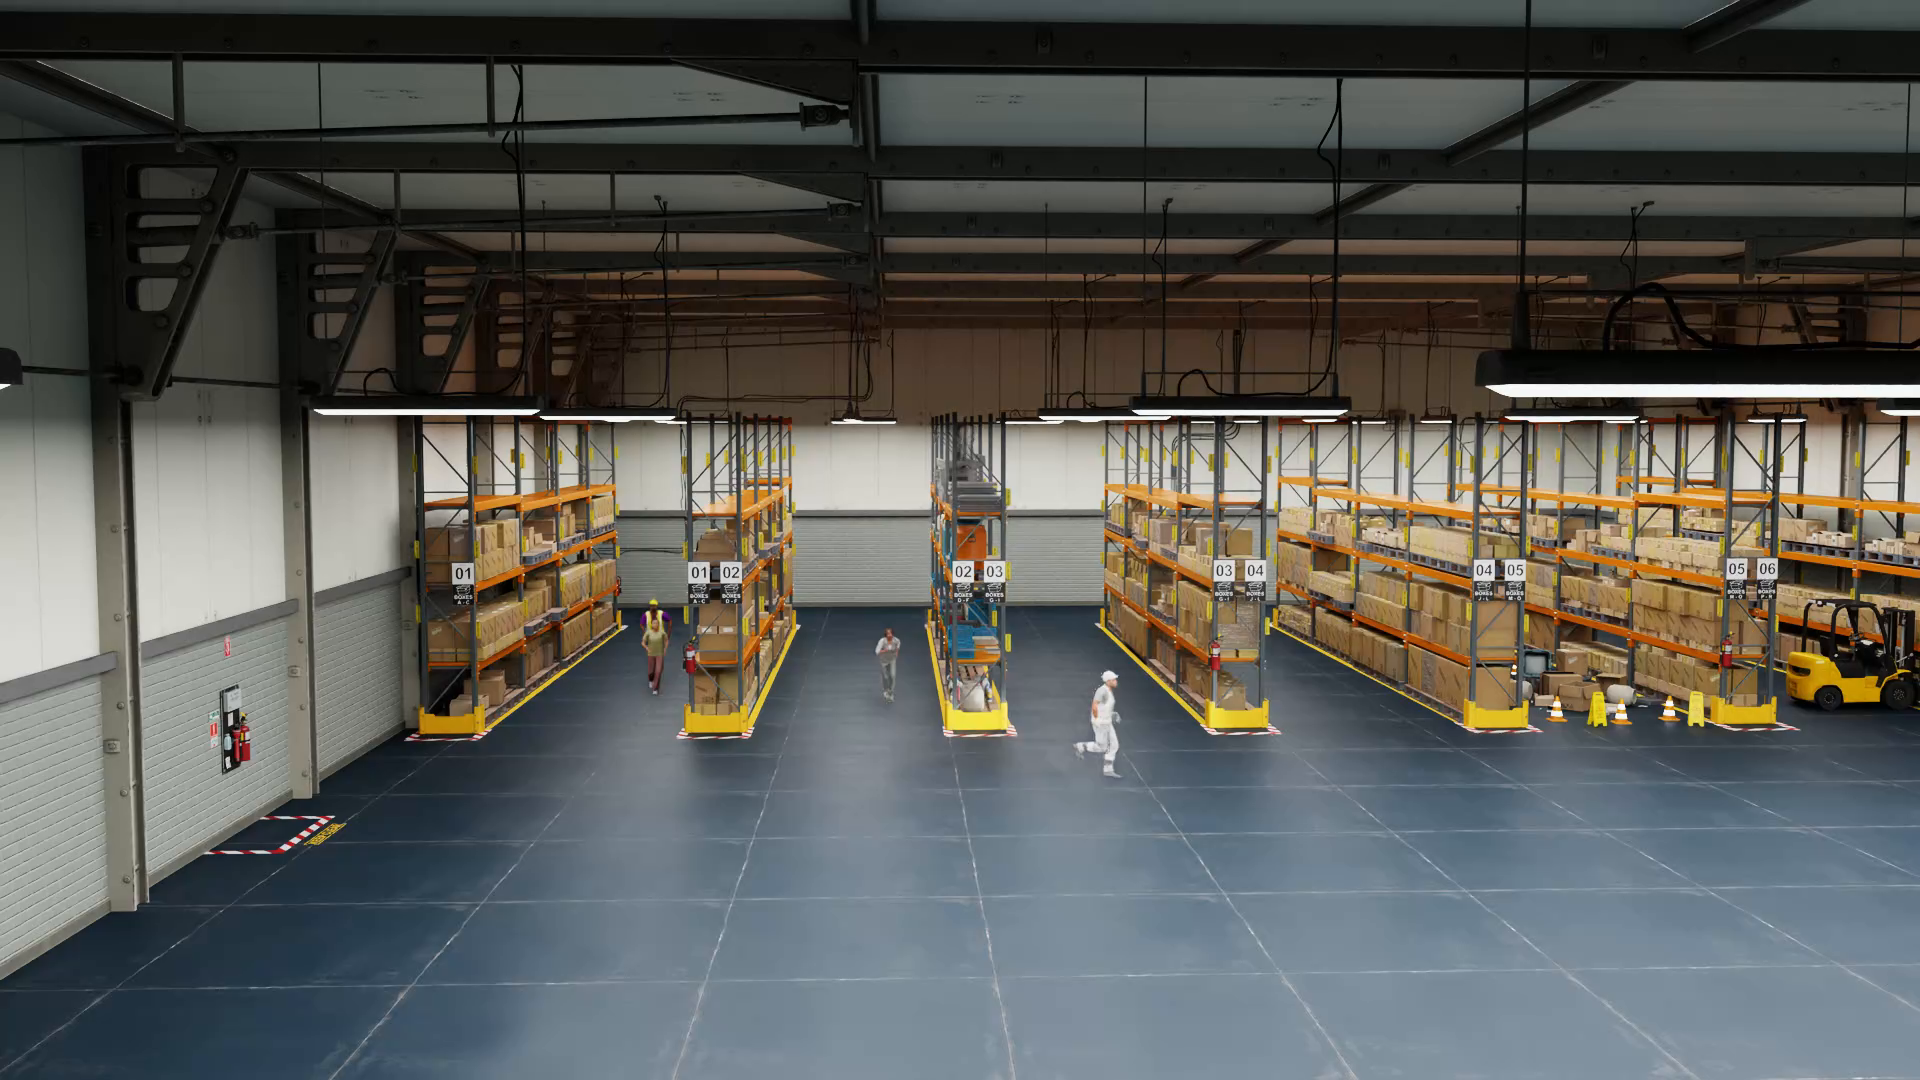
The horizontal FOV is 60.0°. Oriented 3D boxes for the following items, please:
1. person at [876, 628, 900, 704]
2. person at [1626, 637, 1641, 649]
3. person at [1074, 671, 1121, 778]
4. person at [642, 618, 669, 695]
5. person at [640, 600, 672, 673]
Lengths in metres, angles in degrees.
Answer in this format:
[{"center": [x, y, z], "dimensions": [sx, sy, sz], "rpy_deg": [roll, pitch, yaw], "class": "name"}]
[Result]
[{"center": [-1.500, 2.587, 34.560], "dimensions": [0.528, 1.579, 0.868], "rpy_deg": [0, 4, -7], "class": "person"}, {"center": [16.376, 2.171, 40.300], "dimensions": [0.627, 1.698, 0.761], "rpy_deg": [0, 4, -7], "class": "person"}, {"center": [2.274, 3.016, 27.315], "dimensions": [0.809, 1.755, 0.678], "rpy_deg": [2, 4, 23], "class": "person"}, {"center": [-6.529, 2.480, 35.676], "dimensions": [0.574, 1.626, 0.619], "rpy_deg": [-1, 4, -14], "class": "person"}, {"center": [-7.031, 2.240, 38.352], "dimensions": [0.726, 1.736, 0.631], "rpy_deg": [0, 4, -2], "class": "person"}]
